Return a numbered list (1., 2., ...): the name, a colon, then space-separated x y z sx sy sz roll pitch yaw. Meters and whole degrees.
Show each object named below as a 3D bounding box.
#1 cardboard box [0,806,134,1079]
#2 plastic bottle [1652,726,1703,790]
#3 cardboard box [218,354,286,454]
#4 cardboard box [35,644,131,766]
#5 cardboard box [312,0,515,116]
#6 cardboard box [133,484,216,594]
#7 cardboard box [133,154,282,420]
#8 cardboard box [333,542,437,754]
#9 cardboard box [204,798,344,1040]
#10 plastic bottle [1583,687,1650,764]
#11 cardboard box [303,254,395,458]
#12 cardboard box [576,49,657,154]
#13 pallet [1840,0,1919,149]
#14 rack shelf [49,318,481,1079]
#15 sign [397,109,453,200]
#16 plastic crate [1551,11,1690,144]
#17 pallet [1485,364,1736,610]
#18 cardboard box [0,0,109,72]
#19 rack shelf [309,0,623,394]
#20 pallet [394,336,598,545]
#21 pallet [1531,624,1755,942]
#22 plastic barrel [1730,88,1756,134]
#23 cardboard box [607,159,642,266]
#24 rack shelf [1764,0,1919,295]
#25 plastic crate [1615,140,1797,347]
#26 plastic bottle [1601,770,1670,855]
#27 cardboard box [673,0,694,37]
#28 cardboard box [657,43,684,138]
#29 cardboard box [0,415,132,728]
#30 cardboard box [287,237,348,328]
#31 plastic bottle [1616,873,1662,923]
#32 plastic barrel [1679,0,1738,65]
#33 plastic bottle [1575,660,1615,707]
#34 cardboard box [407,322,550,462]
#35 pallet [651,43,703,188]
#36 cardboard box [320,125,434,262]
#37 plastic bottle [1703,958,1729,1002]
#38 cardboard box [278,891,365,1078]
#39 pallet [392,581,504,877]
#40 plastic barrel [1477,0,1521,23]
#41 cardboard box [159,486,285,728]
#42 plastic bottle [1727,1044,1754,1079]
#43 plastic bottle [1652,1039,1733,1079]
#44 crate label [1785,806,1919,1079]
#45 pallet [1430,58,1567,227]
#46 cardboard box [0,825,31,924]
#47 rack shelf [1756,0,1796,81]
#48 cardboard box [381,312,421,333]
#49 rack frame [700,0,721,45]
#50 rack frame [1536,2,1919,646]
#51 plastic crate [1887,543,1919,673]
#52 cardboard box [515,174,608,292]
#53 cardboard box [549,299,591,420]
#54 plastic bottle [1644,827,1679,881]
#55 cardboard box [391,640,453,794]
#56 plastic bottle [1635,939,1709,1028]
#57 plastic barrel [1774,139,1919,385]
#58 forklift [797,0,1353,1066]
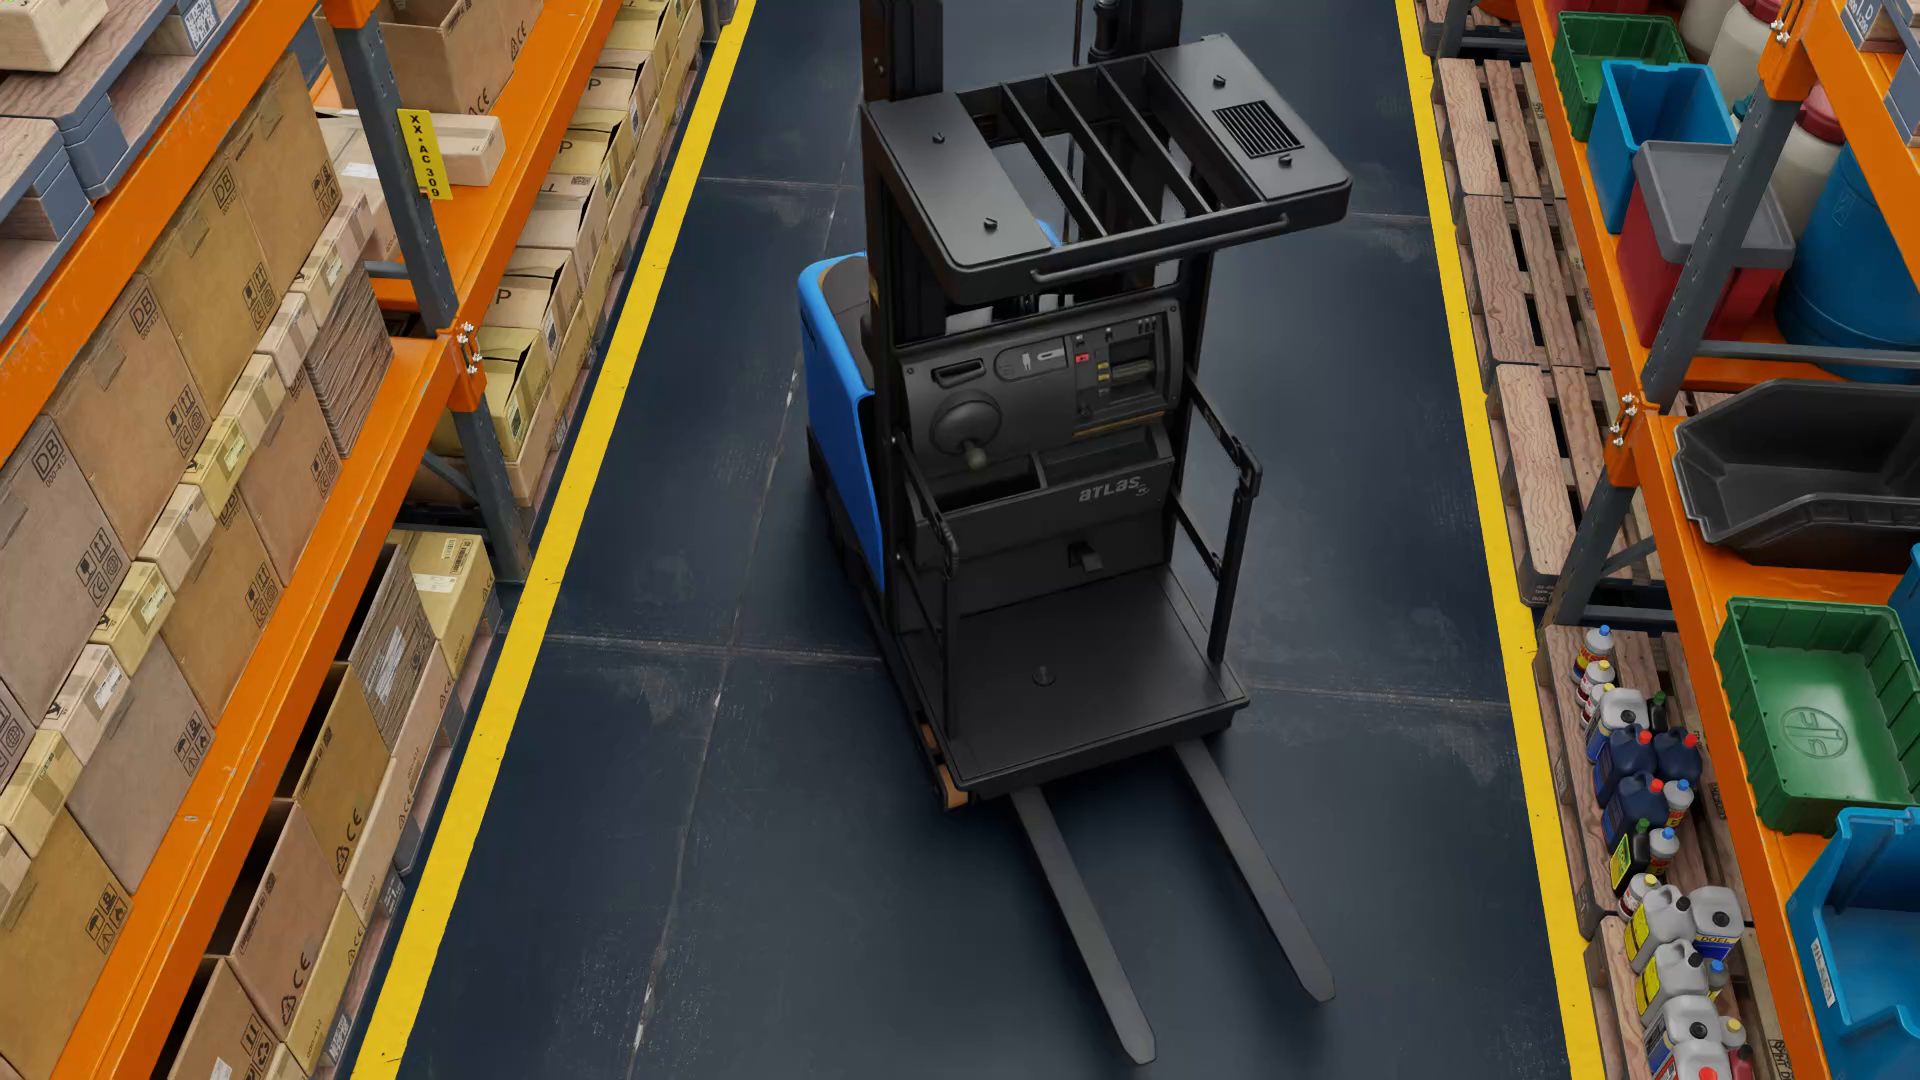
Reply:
1. cardboard box: -2.430 0.900 3.826 0.700 0.500 0.500 4 48 4
2. plastic bottle: 2.374 0.743 5.534 0.144 0.351 0.185 4 48 4
3. cardboard box: -2.095 -0.384 4.561 0.380 0.149 0.250 4 48 3
4. cardboard box: -2.188 0.370 3.871 0.380 0.149 0.250 4 48 4
5. cardboard box: -2.081 -1.897 6.384 0.500 0.500 0.500 7 48 6
6. cardboard box: -2.144 -0.018 4.227 0.380 0.149 0.250 5 48 5
7. cardboard box: -2.294 -0.687 4.398 0.700 0.500 0.500 4 48 3
8. cardboard box: -2.097 0.342 5.475 0.500 0.500 0.500 4 48 4
9. cardboard box: -2.170 1.078 4.801 0.500 0.500 0.500 4 48 4
10. plastic bottle: 2.250 0.638 5.681 0.152 0.276 0.135 5 48 5
11. cardboard box: -2.249 -0.620 5.217 0.700 0.500 0.500 3 48 3
12. cardboard box: -1.743 -2.101 7.837 0.500 0.311 0.500 4 48 3
13. pallet: 2.749 -0.989 3.717 1.213 0.211 1.003 4 48 4
14. rack shelf: -2.397 0.800 4.473 1.077 0.370 4.000 4 48 4
15. sign: -1.662 -1.196 5.170 0.100 0.325 0.005 4 48 4
16. plastic crate: 2.595 -1.804 6.511 0.450 0.188 0.662 4 48 4
17. pallet: 2.750 -0.216 6.804 1.003 0.211 1.213 4 48 4
18. cardboard box: -2.053 -1.125 3.504 0.380 0.149 0.250 4 48 4
19. rack shelf: -2.033 -2.140 7.162 1.077 0.370 4.000 4 48 4
20. pallet: -2.187 -0.516 7.079 1.003 0.211 1.213 4 48 4
21. pallet: 2.615 0.855 5.825 1.003 0.211 1.213 4 48 4
22. plastic barrel: 2.991 -1.493 6.176 0.301 0.262 0.301 0 48 0
23. cardboard box: -1.792 -1.536 7.701 0.500 0.250 0.500 5 48 4
24. rack shelf: 2.535 0.123 3.059 1.077 0.370 4.000 4 48 4
25. plastic crate: 2.457 -0.975 5.566 0.402 0.464 0.583 4 48 4
26. plastic bottle: 2.213 0.872 5.416 0.144 0.351 0.185 2 48 2
27. cardboard box: -1.653 -2.854 8.526 0.500 0.311 0.500 5 48 5
28. cardboard box: -1.699 -2.284 8.385 0.500 0.250 0.500 3 48 3
29. cardboard box: -2.386 0.048 3.726 0.700 0.500 0.500 4 48 4
30. cardboard box: -2.051 -0.770 4.914 0.380 0.149 0.250 3 48 3
31. plastic bottle: 2.164 1.129 5.283 0.097 0.201 0.097 0 48 0
32. plastic barrel: 3.129 -2.168 6.608 0.433 0.535 0.433 0 48 0
33. plastic bottle: 2.243 0.498 5.860 0.097 0.201 0.097 0 48 0
34. cardboard box: -1.929 -0.603 6.467 0.500 0.311 0.500 4 48 4
35. pallet: -1.964 -2.309 8.719 1.003 0.211 1.213 4 48 4
36. cardboard box: -2.214 -1.227 5.941 0.500 0.250 0.500 7 48 6
37. plastic bottle: 2.282 1.348 5.083 0.097 0.201 0.097 0 48 0
38. cardboard box: -2.171 1.331 5.078 0.500 0.250 0.500 4 48 4
39. pallet: -2.329 0.610 6.049 1.003 0.211 1.213 4 48 4
40. plastic barrel: 3.110 -3.286 8.909 0.600 0.830 0.708 4 48 4
41. cardboard box: -2.340 0.136 4.525 0.700 0.500 0.500 5 48 4
42. plastic bottle: 2.240 1.575 4.819 0.061 0.283 0.133 4 48 4
43. plastic bottle: 2.134 1.571 4.828 0.152 0.276 0.135 4 48 4
44. crate label: 2.251 0.980 3.797 0.502 0.435 0.616 4 48 4
45. pallet: 2.973 -2.009 8.444 1.003 0.211 1.213 4 48 4
46. cardboard box: -2.237 0.741 3.532 0.380 0.149 0.250 2 48 2
47. rack shelf: 2.900 -2.816 5.748 1.077 0.370 4.000 4 48 4
48. cardboard box: -2.422 -1.015 6.845 0.500 0.311 0.500 5 48 5
49. rack frame: -1.850 -3.852 8.241 1.000 3.000 0.127 4 48 4
50. rack frame: 2.717 -0.577 5.245 1.000 3.000 0.127 4 48 4
51. plastic crate: 2.887 0.305 4.539 0.499 0.251 0.616 4 48 4
52. cardboard box: -1.832 -1.351 7.151 0.500 0.311 0.500 2 48 2
53. cardboard box: -1.883 -0.782 7.011 0.500 0.250 0.500 5 48 5
54. plastic bottle: 2.237 1.010 5.344 0.097 0.271 0.097 0 48 0
55. cardboard box: -2.095 0.596 5.751 0.500 0.250 0.500 4 48 4
56. plastic bottle: 2.158 1.322 5.006 0.144 0.351 0.185 6 48 5
57. plastic barrel: 3.054 -1.010 5.301 0.600 0.901 0.708 4 48 4
58. forklift: 0.345 -0.392 5.122 1.130 2.935 3.031 -15 49 -13
